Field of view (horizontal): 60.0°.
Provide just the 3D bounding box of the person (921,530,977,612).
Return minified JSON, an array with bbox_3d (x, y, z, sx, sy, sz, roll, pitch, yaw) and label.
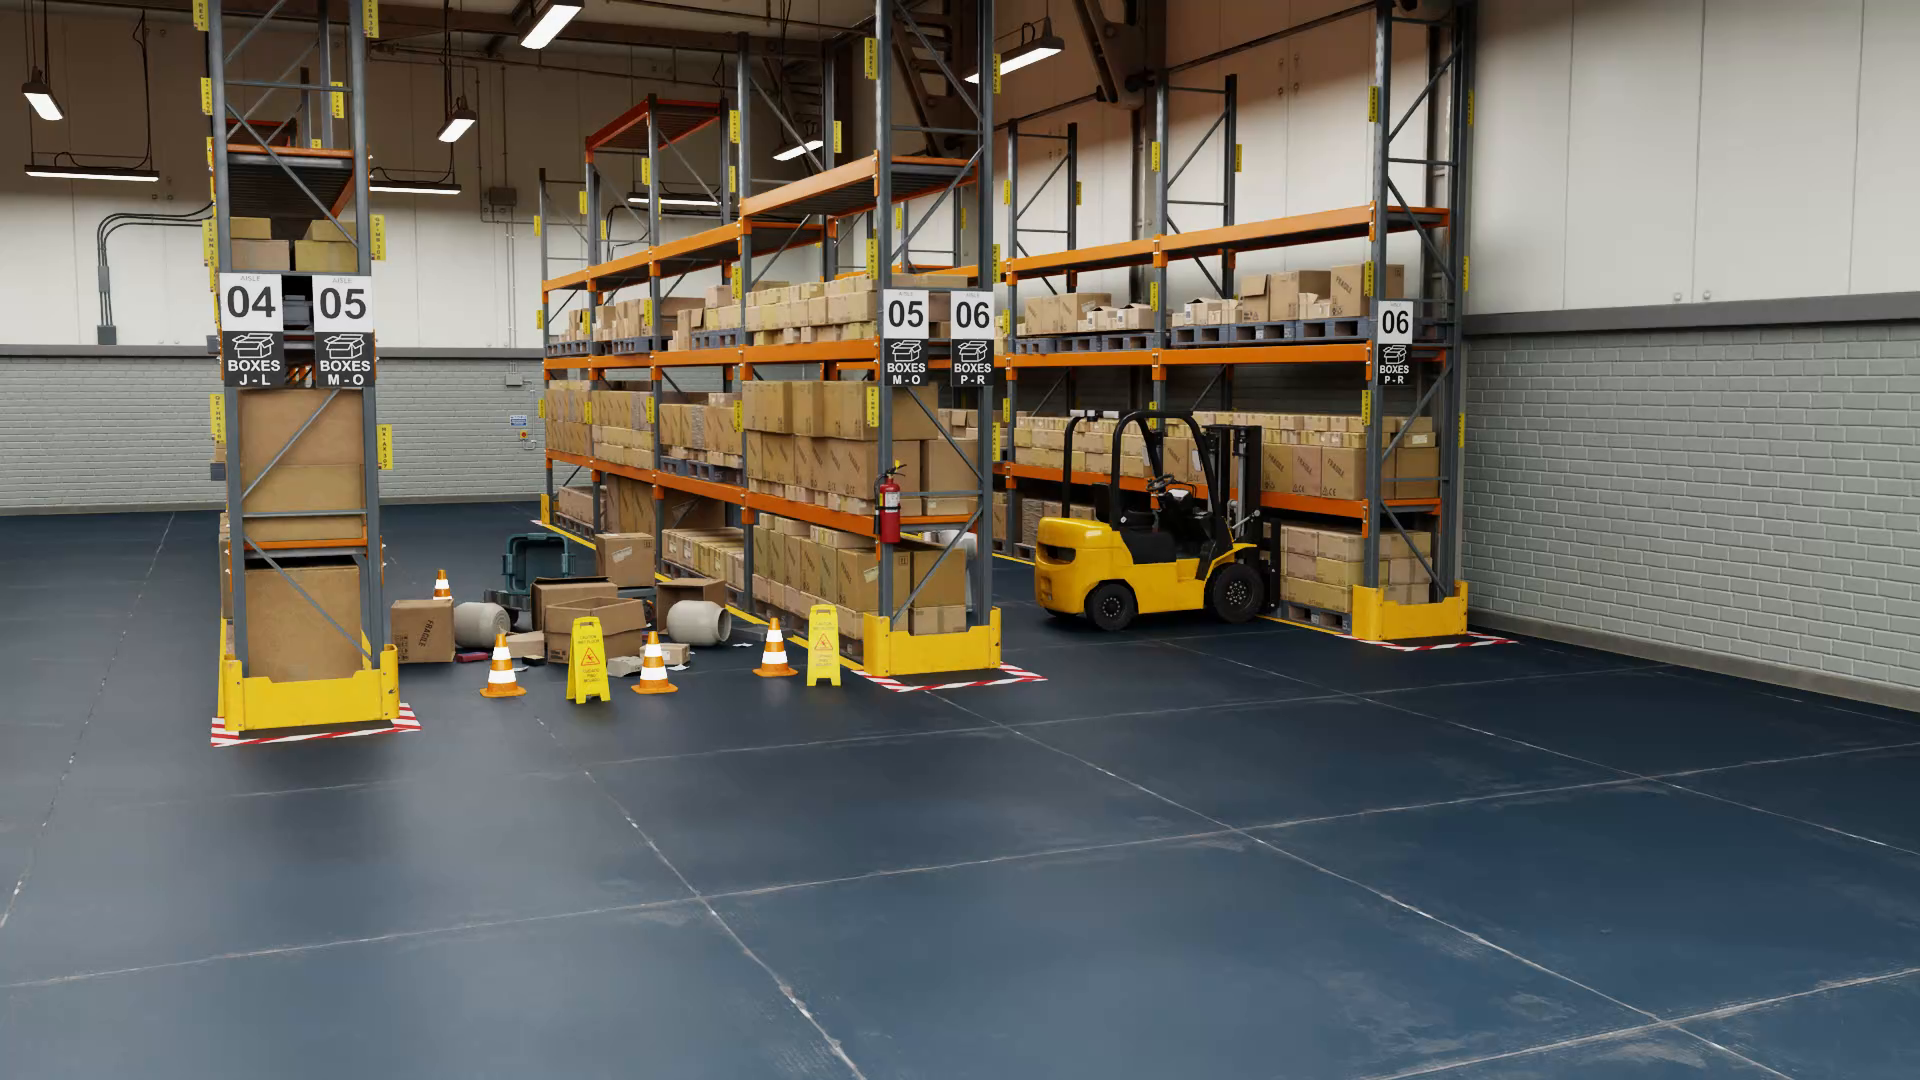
[{"bbox_3d":[-0.158,0.252,17.788,0.481,1.014,0.949,-3,6,-27],"label":"person"}]
